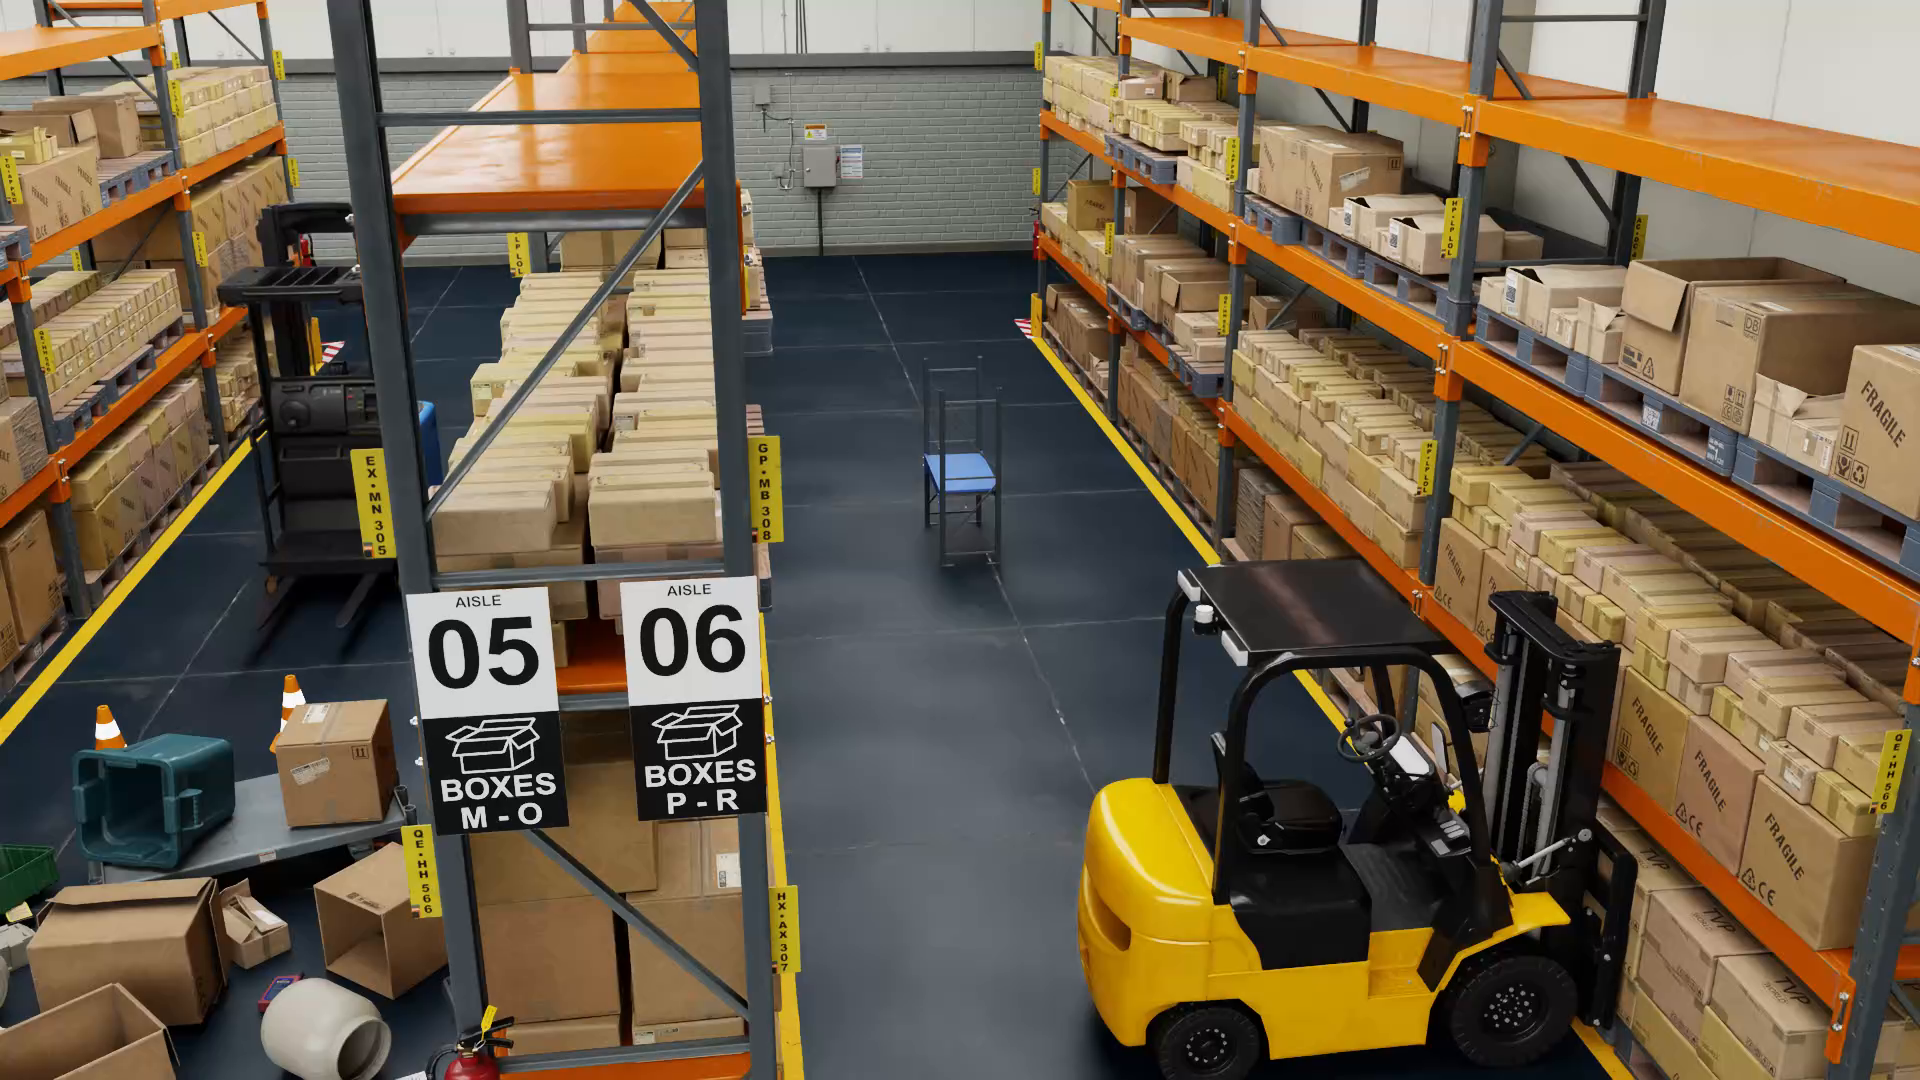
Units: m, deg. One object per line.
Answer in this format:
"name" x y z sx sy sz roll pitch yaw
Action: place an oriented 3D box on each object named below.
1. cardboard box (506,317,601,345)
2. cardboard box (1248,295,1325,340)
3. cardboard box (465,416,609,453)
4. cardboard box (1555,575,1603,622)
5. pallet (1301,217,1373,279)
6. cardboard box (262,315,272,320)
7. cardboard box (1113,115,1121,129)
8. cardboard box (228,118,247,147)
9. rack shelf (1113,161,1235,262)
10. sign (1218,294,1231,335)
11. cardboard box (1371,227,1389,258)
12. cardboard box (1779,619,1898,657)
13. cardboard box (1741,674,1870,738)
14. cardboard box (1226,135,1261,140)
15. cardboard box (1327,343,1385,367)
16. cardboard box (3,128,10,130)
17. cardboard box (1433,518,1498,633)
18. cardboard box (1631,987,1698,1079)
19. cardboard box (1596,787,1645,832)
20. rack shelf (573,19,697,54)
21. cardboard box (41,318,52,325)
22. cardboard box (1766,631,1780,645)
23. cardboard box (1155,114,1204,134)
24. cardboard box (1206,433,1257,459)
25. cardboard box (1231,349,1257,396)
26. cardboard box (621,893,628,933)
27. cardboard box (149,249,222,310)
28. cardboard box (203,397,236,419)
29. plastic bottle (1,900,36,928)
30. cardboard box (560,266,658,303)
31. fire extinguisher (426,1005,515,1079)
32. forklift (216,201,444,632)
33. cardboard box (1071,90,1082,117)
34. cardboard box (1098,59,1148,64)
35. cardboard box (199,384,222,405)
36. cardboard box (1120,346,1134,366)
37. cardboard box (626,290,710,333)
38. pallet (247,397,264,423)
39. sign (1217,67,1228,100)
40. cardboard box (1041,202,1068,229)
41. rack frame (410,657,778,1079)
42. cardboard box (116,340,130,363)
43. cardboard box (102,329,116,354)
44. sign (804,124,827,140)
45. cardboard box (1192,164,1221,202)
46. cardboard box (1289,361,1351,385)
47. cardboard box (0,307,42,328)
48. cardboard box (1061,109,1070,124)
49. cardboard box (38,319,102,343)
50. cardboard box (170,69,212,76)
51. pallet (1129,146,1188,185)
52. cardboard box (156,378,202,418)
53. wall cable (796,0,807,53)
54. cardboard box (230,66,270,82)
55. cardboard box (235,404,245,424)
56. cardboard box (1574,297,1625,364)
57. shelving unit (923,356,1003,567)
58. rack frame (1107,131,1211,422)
"cardboard box" -1.769 -0.868 7.259 0.380 0.149 0.250 -4 21 -10
"cardboard box" 2.731 -1.755 13.958 0.500 0.500 0.500 -2 21 -5
"cardboard box" -1.599 -0.295 6.295 0.500 0.250 0.500 -2 21 -6
"cardboard box" 3.168 0.277 8.190 0.380 0.149 0.250 -4 21 -9
"pallet" 3.001 -2.024 11.406 1.003 0.211 1.213 -2 21 -5
"cardboard box" -7.971 -2.528 19.396 0.380 0.149 0.250 -3 21 -7
"cardboard box" 1.723 -4.118 16.357 0.380 0.149 0.250 -3 21 -7
"cardboard box" -7.736 -4.218 17.223 0.500 0.250 0.500 -2 21 -5
"rack shelf" 2.362 -3.086 15.006 1.077 0.370 4.000 -3 21 -8
"sign" 2.115 -1.800 13.280 0.100 0.325 0.005 -3 21 -8
"cardboard box" 2.768 -1.837 10.250 0.380 0.149 0.250 -3 21 -8
"cardboard box" 3.826 0.468 7.254 0.380 0.149 0.250 -2 21 -6
"cardboard box" 3.412 0.668 6.719 0.380 0.149 0.250 -2 21 -7
"cardboard box" 2.375 -3.187 13.467 0.380 0.149 0.250 -4 21 -10
"cardboard box" 3.023 -1.396 12.670 0.380 0.149 0.250 -3 21 -8
"cardboard box" -7.666 -3.171 12.968 0.396 0.266 0.258 -3 21 -8
"cardboard box" 3.032 0.180 9.379 0.500 0.500 0.500 -3 21 -9
"cardboard box" 3.361 2.217 7.398 0.500 0.250 0.500 -3 21 -8
"cardboard box" 3.201 1.398 8.162 0.500 0.250 0.500 -3 21 -9
"rack shelf" -2.549 -4.052 13.877 1.077 0.370 4.000 -3 21 -8
"cardboard box" -7.926 -1.778 14.099 0.380 0.149 0.250 -3 21 -9
"cardboard box" 3.896 0.515 7.555 0.380 0.149 0.250 -2 21 -6
"cardboard box" 1.963 -3.725 14.879 0.380 0.149 0.250 -3 21 -7
"cardboard box" 2.328 -0.813 14.225 0.380 0.149 0.250 -4 21 -10
"cardboard box" 2.448 -1.322 13.042 0.500 0.250 0.500 -3 21 -8
"cardboard box" -1.526 1.163 6.322 0.500 0.500 0.500 -3 21 -8
"cardboard box" -7.544 -2.544 16.247 0.500 0.500 0.500 -3 21 -9
"cardboard box" -7.457 -1.316 16.576 0.380 0.149 0.250 -2 21 -5
"plastic bottle" -5.035 1.992 8.869 0.133 0.061 0.283 -15 25 -35
"cardboard box" -1.912 -1.415 9.119 0.500 0.250 0.500 -3 21 -9
"fire extinguisher" -1.547 1.796 5.306 0.296 0.674 0.183 -3 21 -8
"forklift" -4.924 -1.053 12.920 1.130 2.935 3.031 -2 21 -5
"cardboard box" 1.543 -4.871 18.547 0.500 0.250 0.500 -3 21 -9
"cardboard box" 1.912 -5.483 19.472 0.500 0.250 0.500 -4 21 -9
"cardboard box" -7.566 -1.443 16.492 0.380 0.149 0.250 -2 21 -6
"cardboard box" 1.862 -1.902 17.141 0.380 0.149 0.250 -2 21 -5
"cardboard box" -1.361 -1.070 7.800 0.380 0.149 0.250 -2 21 -6
"pallet" -8.032 -1.521 18.062 1.003 0.211 1.213 -3 21 -8
"sign" 2.622 -4.571 16.653 0.100 0.325 0.005 -3 21 -8
"cardboard box" 1.296 -3.993 20.484 0.500 0.250 0.500 -3 21 -7
"rack frame" -1.108 1.696 5.461 1.000 3.000 0.127 -3 21 -8
"cardboard box" -7.239 -1.582 13.998 0.380 0.149 0.250 -4 21 -10
"cardboard box" -7.203 -1.630 13.702 0.380 0.149 0.250 -3 21 -8
"sign" -2.235 -6.306 25.706 0.339 0.242 0.001 -3 21 -8
"cardboard box" 2.263 -2.999 13.961 0.500 0.250 0.500 -3 21 -8
"cardboard box" 2.623 -1.195 12.133 0.380 0.149 0.250 -3 21 -7
"cardboard box" -7.890 -1.831 13.814 0.380 0.149 0.250 -2 21 -6
"cardboard box" 1.376 -4.899 19.193 0.380 0.149 0.250 -3 21 -8
"cardboard box" -7.171 -1.680 13.409 0.380 0.149 0.250 -2 21 -5
"cardboard box" -8.458 -5.102 18.306 0.380 0.149 0.250 -2 21 -6
"pallet" 2.251 -3.439 15.192 1.213 0.211 1.003 -3 21 -8
"cardboard box" -7.364 -1.306 15.399 0.500 0.250 0.500 -3 21 -9
"wall cable" -1.006 -8.791 24.912 2.988 3.039 0.133 -3 21 -8
"cardboard box" -7.959 -5.214 18.607 0.380 0.149 0.250 -3 21 -8
"cardboard box" -7.494 -1.269 16.876 0.380 0.149 0.250 -2 21 -6
"cardboard box" 3.140 -0.997 7.834 0.396 0.266 0.258 -3 21 -9
"shelving unit" 0.012 -0.673 13.949 0.538 1.500 1.048 -3 21 -8
"rack frame" 2.074 -2.710 17.259 1.000 3.000 0.127 -3 21 -8
